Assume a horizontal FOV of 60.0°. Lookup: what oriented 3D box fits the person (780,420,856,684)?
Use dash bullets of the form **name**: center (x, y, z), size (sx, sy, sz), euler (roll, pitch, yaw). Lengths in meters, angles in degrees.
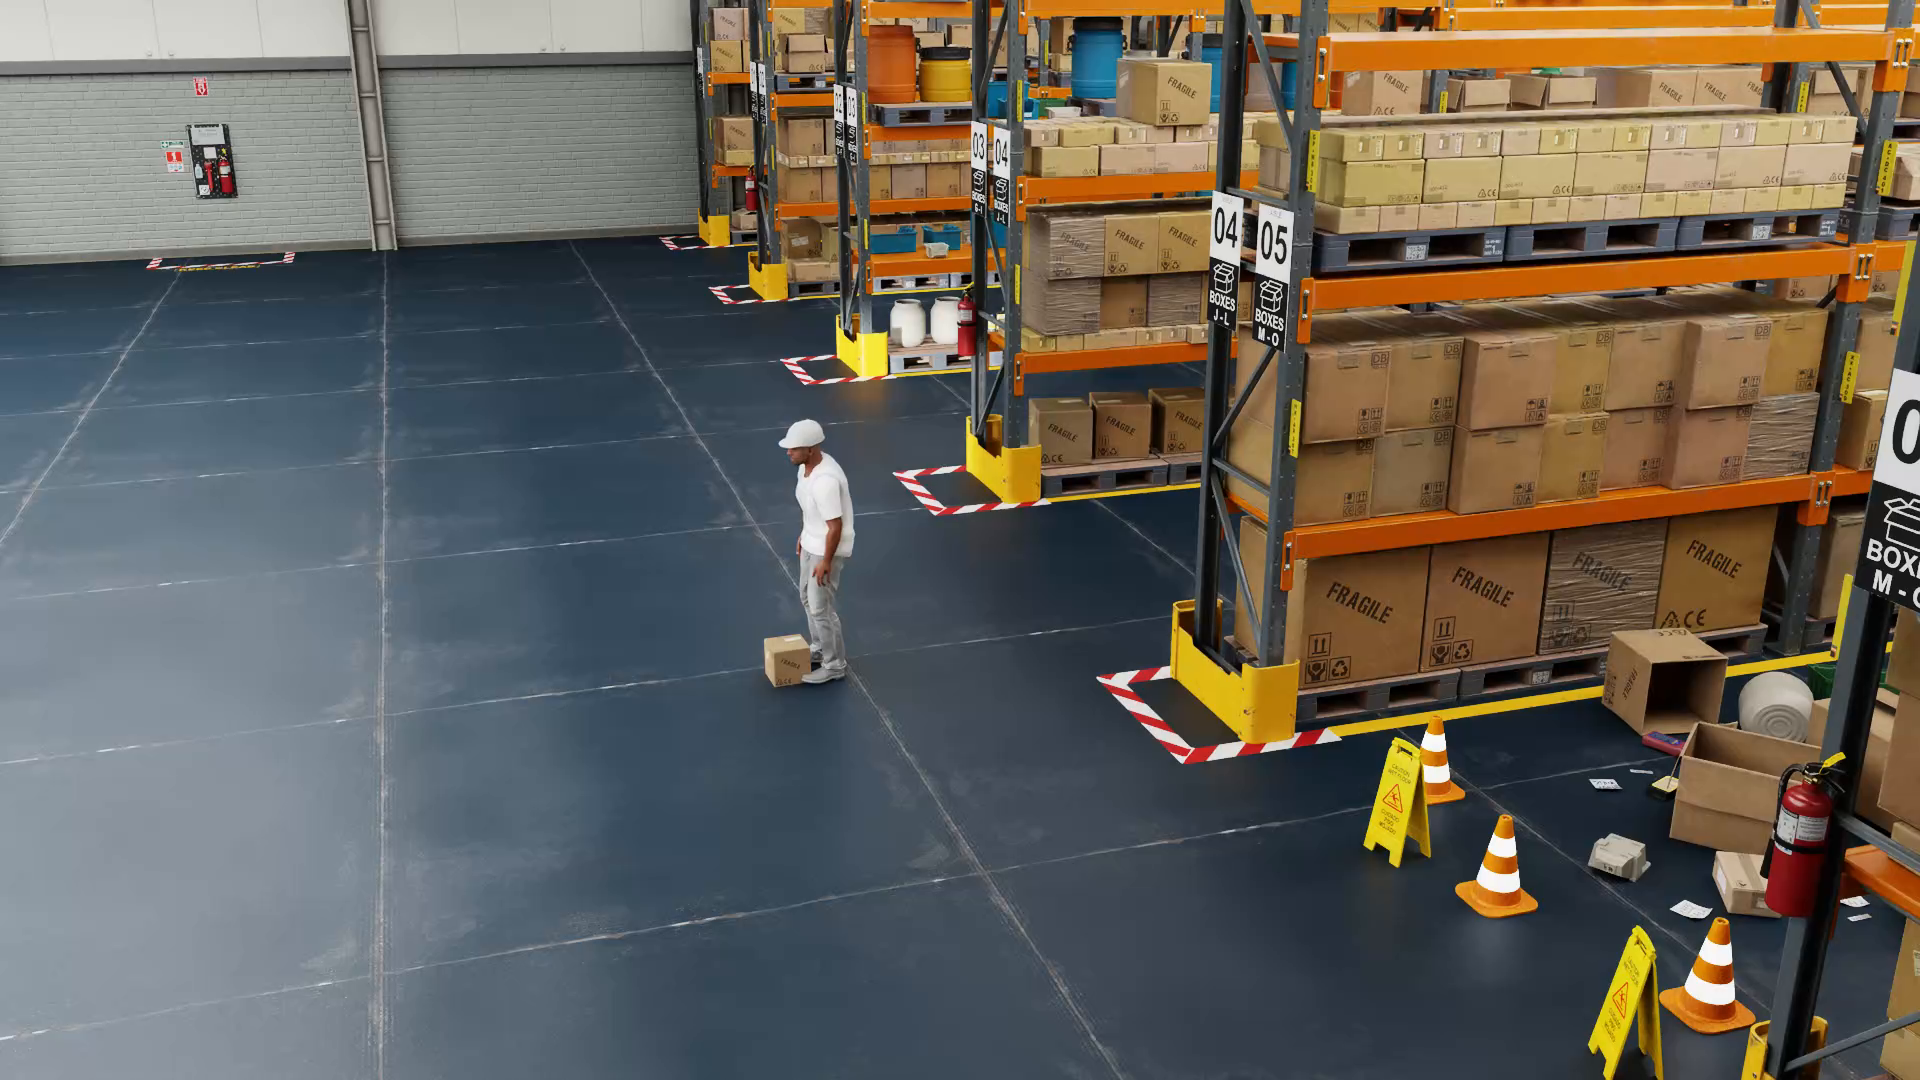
- **person**: center (-0.930, 0.059, 10.873), size (0.459, 1.756, 0.625), euler (-7, 20, -18)
